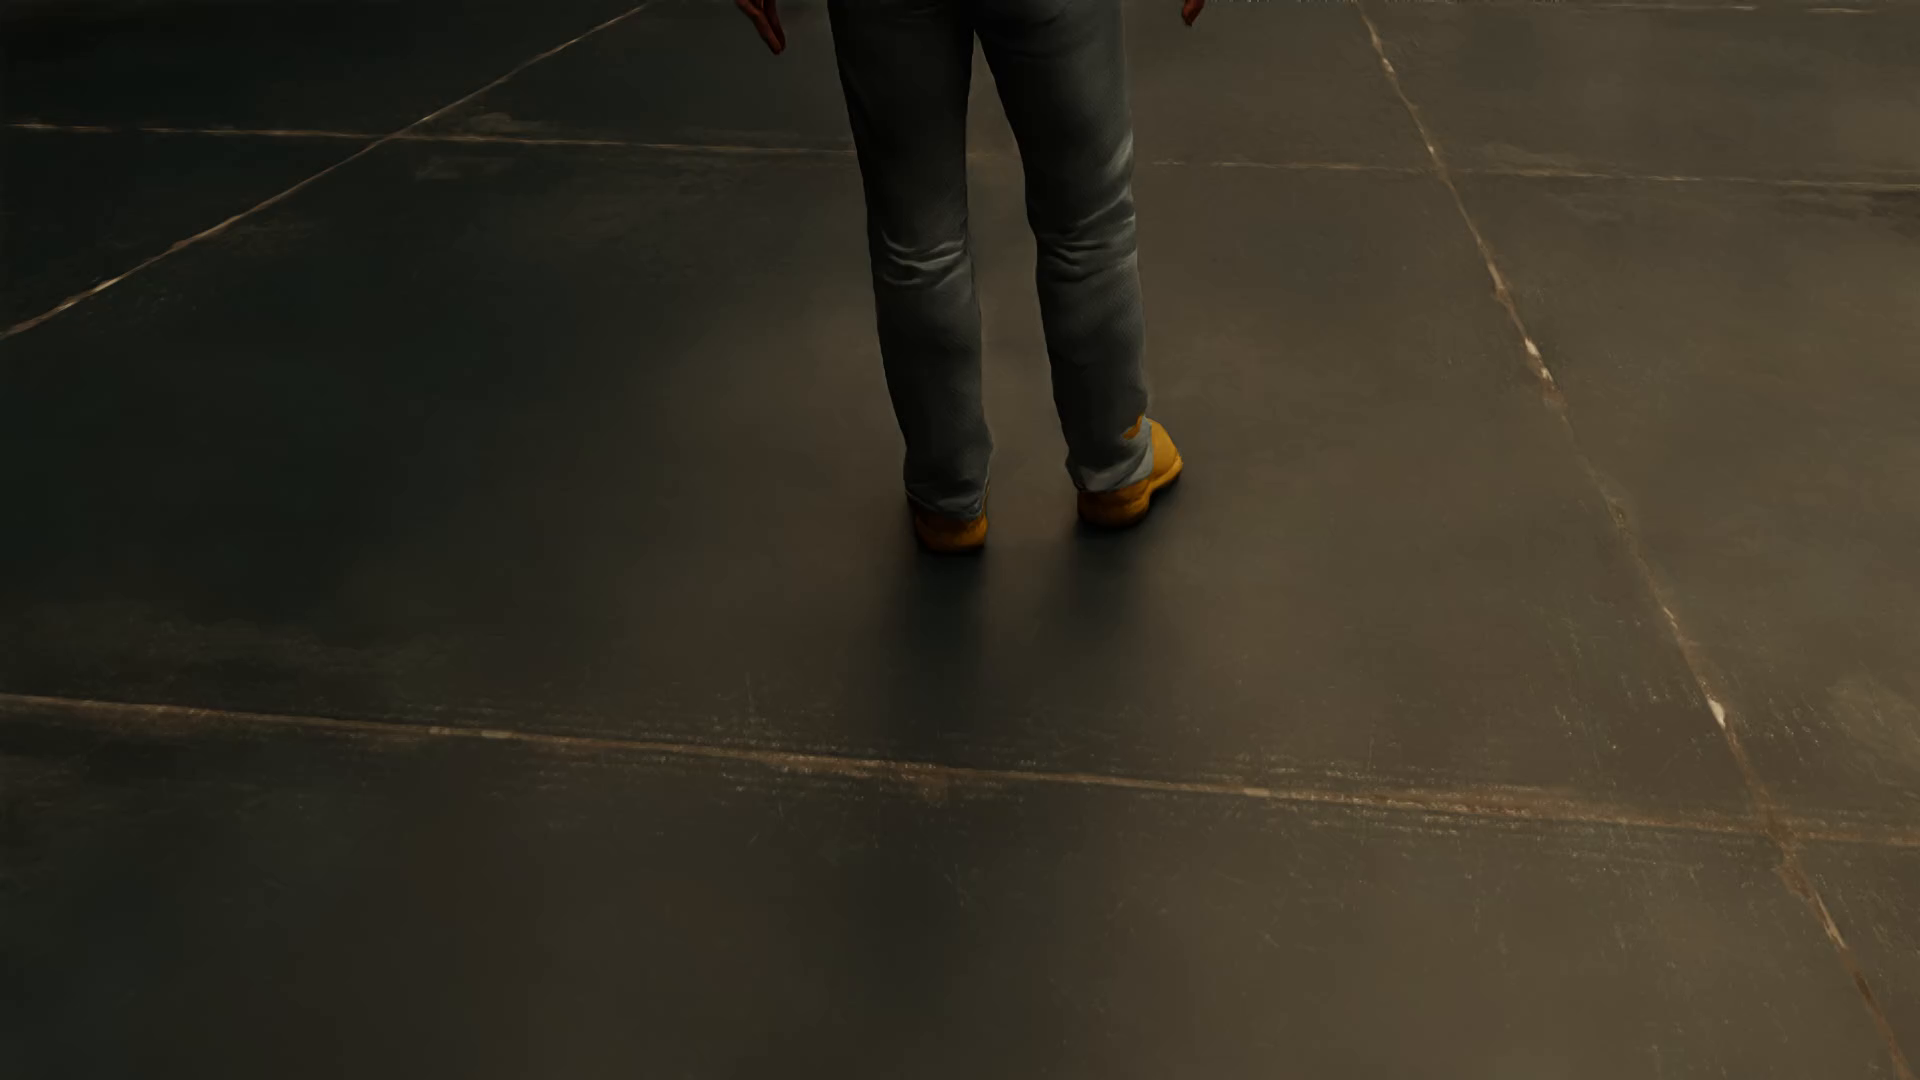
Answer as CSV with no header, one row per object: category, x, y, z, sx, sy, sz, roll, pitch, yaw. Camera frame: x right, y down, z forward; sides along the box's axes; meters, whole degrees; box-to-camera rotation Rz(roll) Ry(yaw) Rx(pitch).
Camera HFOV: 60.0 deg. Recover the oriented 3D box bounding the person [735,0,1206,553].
person,0.015,-0.827,2.164,0.665,1.766,0.576,3,27,7
